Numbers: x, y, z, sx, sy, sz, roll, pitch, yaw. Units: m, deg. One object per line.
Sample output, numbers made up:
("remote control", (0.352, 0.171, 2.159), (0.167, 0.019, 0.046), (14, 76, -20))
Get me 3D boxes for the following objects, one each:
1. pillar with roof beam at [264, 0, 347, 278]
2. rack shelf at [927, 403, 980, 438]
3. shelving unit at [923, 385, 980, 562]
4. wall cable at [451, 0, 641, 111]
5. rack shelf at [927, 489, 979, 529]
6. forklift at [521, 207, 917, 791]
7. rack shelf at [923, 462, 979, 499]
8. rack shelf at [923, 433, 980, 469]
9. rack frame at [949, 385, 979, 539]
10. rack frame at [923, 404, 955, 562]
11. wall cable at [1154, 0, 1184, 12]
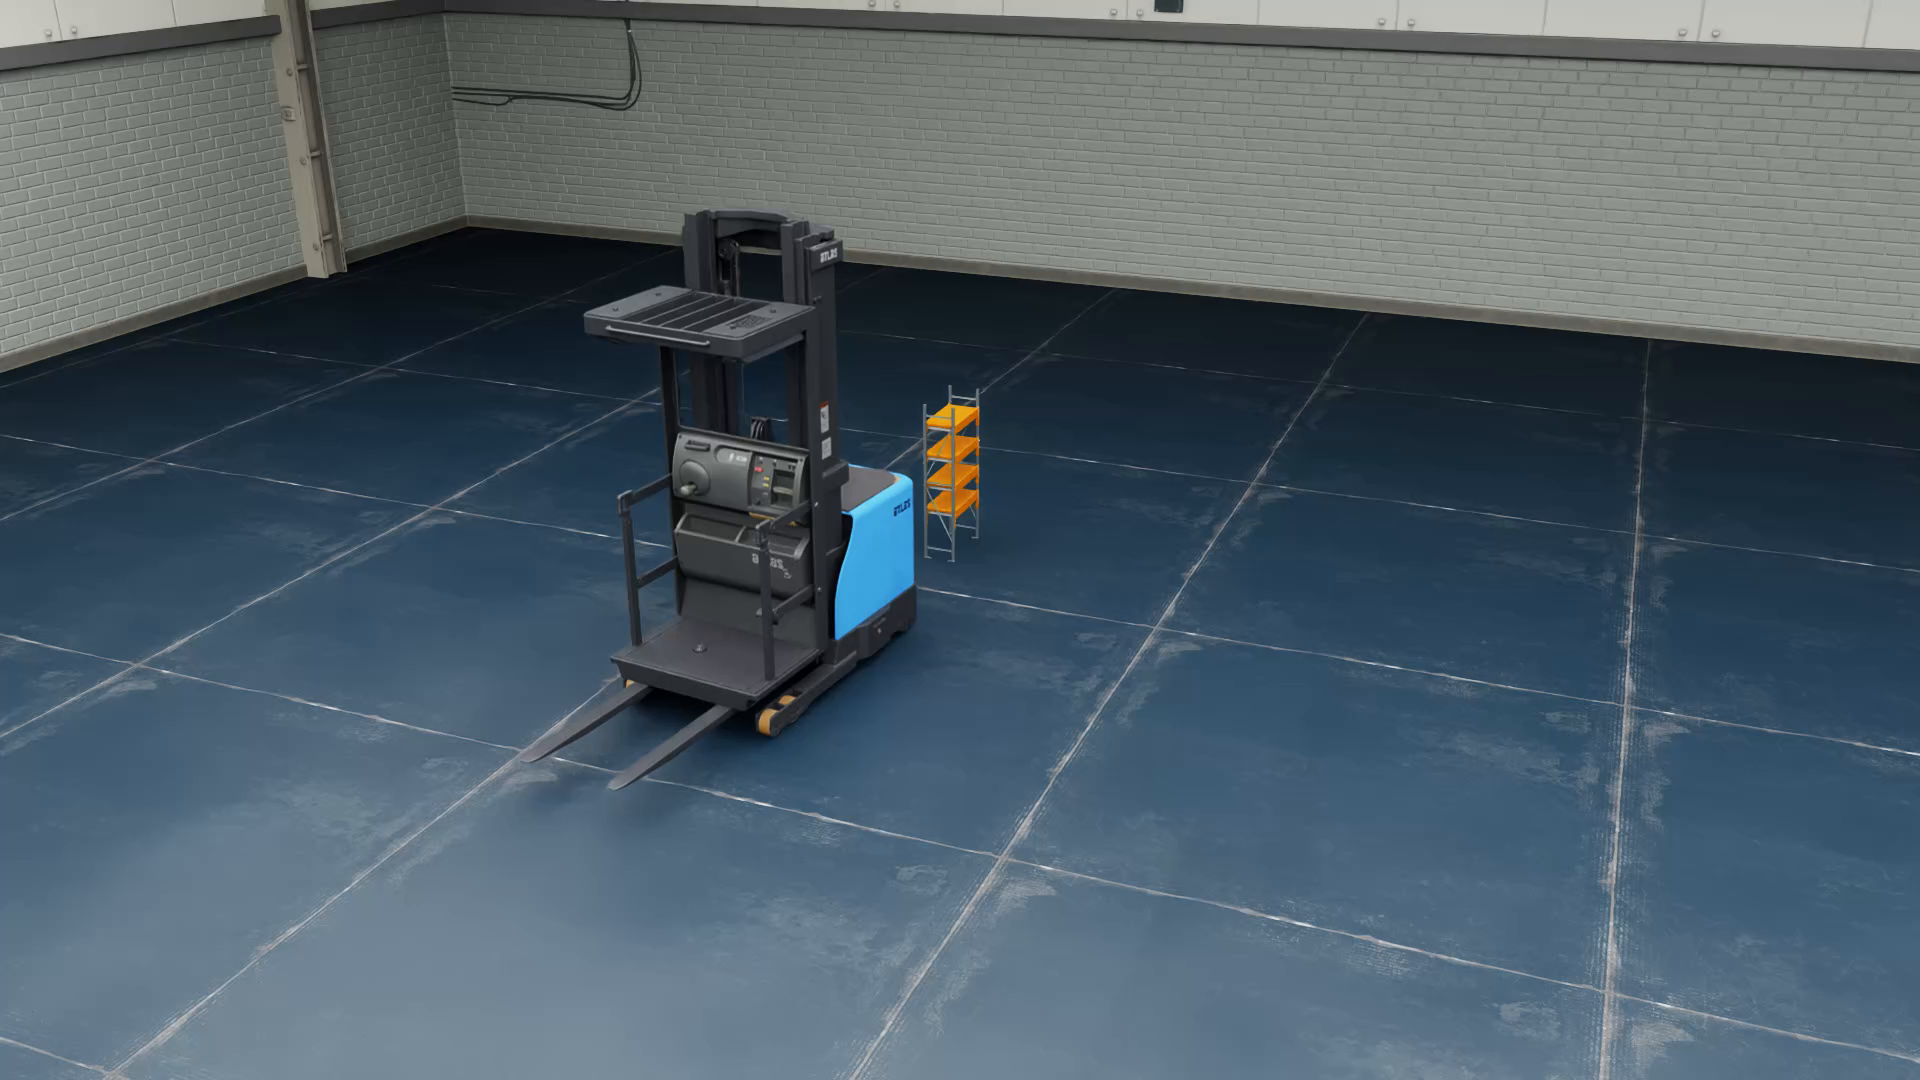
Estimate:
("pillar with roof beam", (-3.876, -6.849, 17.471), (9.100, 9.000, 0.400), (9, 24, 20))
("rack shelf", (-0.061, -0.857, 12.225), (0.258, 0.148, 0.480), (9, 24, 20))
("shelving unit", (-0.061, -0.494, 12.377), (0.258, 1.200, 0.503), (9, 24, 20))
("wall cable", (-5.551, -6.897, 21.616), (3.097, 2.526, 0.112), (9, 24, 20))
("rack shelf", (-0.061, -0.249, 12.479), (0.258, 0.148, 0.480), (9, 24, 20))
("forklift", (-1.435, -0.375, 9.845), (1.130, 2.935, 3.031), (12, 25, 26))
("rack shelf", (-0.061, -0.432, 12.403), (0.258, 0.148, 0.480), (9, 24, 20))
("rack shelf", (-0.061, -0.639, 12.317), (0.258, 0.148, 0.480), (9, 24, 20))
("rack frame", (0.029, -0.582, 12.586), (0.240, 1.200, 0.015), (9, 24, 20))
("rack frame", (-0.152, -0.407, 12.168), (0.240, 1.200, 0.015), (9, 24, 20))
("wall cable", (3.257, -8.534, 17.094), (2.305, 6.003, 0.169), (9, 24, 20))
